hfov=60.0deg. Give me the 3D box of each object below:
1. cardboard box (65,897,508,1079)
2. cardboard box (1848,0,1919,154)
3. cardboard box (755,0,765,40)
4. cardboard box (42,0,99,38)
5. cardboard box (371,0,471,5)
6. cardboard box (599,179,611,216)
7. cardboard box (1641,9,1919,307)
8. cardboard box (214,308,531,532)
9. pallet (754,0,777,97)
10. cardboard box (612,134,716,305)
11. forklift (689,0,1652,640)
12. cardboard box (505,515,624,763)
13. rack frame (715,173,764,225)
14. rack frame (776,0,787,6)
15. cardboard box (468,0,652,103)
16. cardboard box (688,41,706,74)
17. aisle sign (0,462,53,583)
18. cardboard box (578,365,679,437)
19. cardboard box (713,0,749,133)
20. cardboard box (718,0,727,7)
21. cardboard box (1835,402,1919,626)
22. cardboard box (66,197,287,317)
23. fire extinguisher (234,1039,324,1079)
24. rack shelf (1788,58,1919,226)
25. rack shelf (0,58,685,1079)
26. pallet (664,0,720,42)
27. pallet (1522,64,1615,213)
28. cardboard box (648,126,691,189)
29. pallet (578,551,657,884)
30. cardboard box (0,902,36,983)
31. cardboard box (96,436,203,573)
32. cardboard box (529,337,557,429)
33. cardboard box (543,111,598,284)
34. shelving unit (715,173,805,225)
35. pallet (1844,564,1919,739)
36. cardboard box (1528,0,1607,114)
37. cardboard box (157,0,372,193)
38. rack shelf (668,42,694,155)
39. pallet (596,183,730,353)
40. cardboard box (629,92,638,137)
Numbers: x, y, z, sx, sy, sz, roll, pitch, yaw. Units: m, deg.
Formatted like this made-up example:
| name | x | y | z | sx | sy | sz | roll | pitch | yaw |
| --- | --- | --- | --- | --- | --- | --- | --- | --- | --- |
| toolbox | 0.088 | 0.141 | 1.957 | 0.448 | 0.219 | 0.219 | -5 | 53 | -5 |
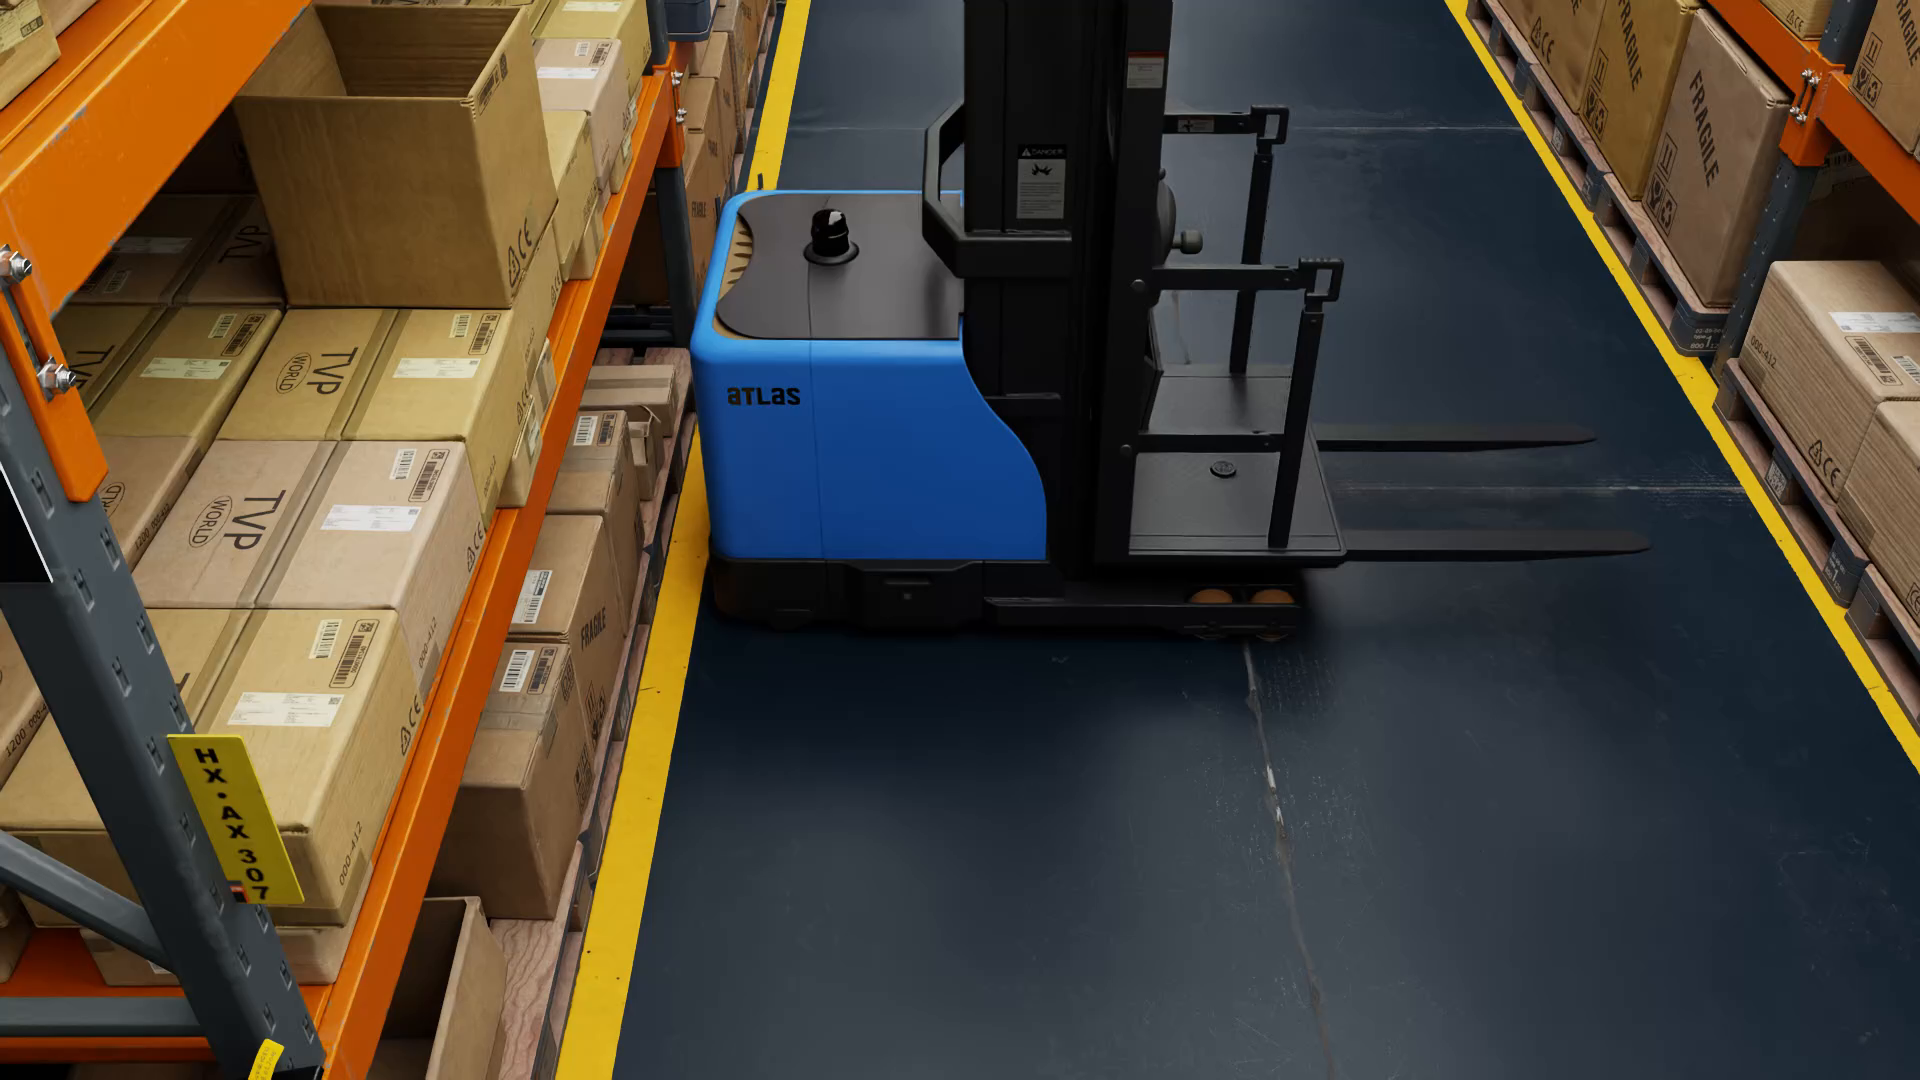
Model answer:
| name | x | y | z | sx | sy | sz | roll | pitch | yaw |
| --- | --- | --- | --- | --- | --- | --- | --- | --- | --- |
| cardboard box | -1.403 | 1.139 | 3.590 | 0.797 | 0.503 | 0.637 | -1 | 39 | -2 |
| cardboard box | 3.201 | -1.541 | 5.195 | 0.500 | 0.500 | 0.500 | 1 | 39 | 1 |
| cardboard box | -1.301 | -2.903 | 8.636 | 0.500 | 0.500 | 0.500 | -1 | 39 | -1 |
| cardboard box | -1.291 | -0.724 | 2.058 | 0.380 | 0.149 | 0.250 | 1 | 39 | 1 |
| cardboard box | -1.771 | -1.538 | 5.152 | 0.500 | 0.250 | 0.500 | 0 | 39 | -1 |
| cardboard box | -1.229 | -1.003 | 4.804 | 0.380 | 0.149 | 0.250 | 1 | 39 | 1 |
| cardboard box | 3.381 | -1.518 | 6.609 | 0.875 | 0.875 | 0.875 | 1 | 39 | 1 |
| cardboard box | -1.233 | -0.262 | 3.561 | 0.500 | 0.250 | 0.500 | -1 | 39 | -1 |
| pallet | -1.543 | -2.736 | 8.996 | 1.003 | 0.211 | 1.213 | 0 | 39 | 0 |
| cardboard box | -1.277 | -1.281 | 6.613 | 0.500 | 0.500 | 0.500 | 2 | 39 | 2 |
| forklift | 0.721 | -1.157 | 4.850 | 3.031 | 2.935 | 1.130 | 0 | 39 | 0 |
| cardboard box | -1.266 | 0.275 | 4.671 | 0.500 | 0.500 | 0.500 | 1 | 39 | 1 |
| rack frame | -0.781 | -0.902 | 6.156 | 0.006 | 0.900 | 0.240 | 25 | 45 | 28 |
| rack frame | -1.506 | -4.291 | 8.706 | 1.000 | 3.000 | 0.127 | 0 | 39 | 0 |
| cardboard box | -1.257 | -1.529 | 5.142 | 0.500 | 0.250 | 0.500 | 1 | 39 | 1 |
| cardboard box | -1.302 | -2.117 | 7.138 | 0.380 | 0.149 | 0.250 | 0 | 39 | 0 |
| aisle sign | -1.203 | -0.261 | 1.598 | 0.394 | 0.787 | 0.004 | 0 | 39 | 0 |
| cardboard box | -1.207 | -0.493 | 5.911 | 0.380 | 0.149 | 0.250 | -1 | 39 | -1 |
| cardboard box | -1.278 | -2.251 | 7.823 | 0.500 | 0.500 | 0.500 | -1 | 39 | -2 |
| cardboard box | -1.279 | -2.595 | 7.734 | 0.380 | 0.149 | 0.250 | -2 | 39 | -2 |
| cardboard box | 3.357 | -0.007 | 5.074 | 0.875 | 0.438 | 0.875 | -1 | 39 | -1 |
| cardboard box | -1.759 | -0.593 | 3.973 | 0.500 | 0.250 | 0.500 | 0 | 39 | 0 |
| fire extinguisher | -1.035 | 0.979 | 2.490 | 0.296 | 0.674 | 0.183 | 0 | 39 | 0 |
| rack shelf | 3.464 | -0.264 | 4.257 | 1.077 | 0.370 | 4.000 | 0 | 39 | 0 |
| rack shelf | -1.499 | -0.259 | 4.249 | 1.077 | 0.370 | 4.000 | 0 | 39 | 0 |
| pallet | -1.393 | -2.215 | 6.269 | 1.003 | 0.211 | 1.213 | 0 | 39 | 0 |
| pallet | 3.382 | -1.955 | 8.021 | 1.003 | 0.211 | 1.213 | 0 | 39 | 0 |
| cardboard box | -1.236 | -1.456 | 6.313 | 0.380 | 0.149 | 0.250 | 2 | 39 | 2 |
| pallet | -1.498 | 0.493 | 4.967 | 1.003 | 0.211 | 1.213 | 0 | 39 | 0 |
| cardboard box | -1.766 | 0.602 | 2.801 | 0.380 | 0.149 | 0.250 | 0 | 39 | -1 |
| cardboard box | -1.762 | 0.044 | 3.179 | 0.500 | 0.250 | 0.500 | 0 | 39 | 0 |
| cardboard box | -1.196 | -0.367 | 4.010 | 0.380 | 0.149 | 0.250 | 1 | 39 | 1 |
| cardboard box | -1.254 | -0.904 | 4.362 | 0.500 | 0.250 | 0.500 | 0 | 39 | 0 |
| shelving unit | -0.700 | -0.864 | 6.109 | 0.210 | 0.900 | 0.258 | 25 | 45 | 28 |
| pallet | 3.389 | 0.533 | 4.917 | 1.003 | 0.211 | 1.213 | 0 | 39 | 0 |
| cardboard box | 3.372 | -2.642 | 8.012 | 0.875 | 0.875 | 0.875 | 0 | 39 | 1 |
| cardboard box | -1.766 | -1.209 | 4.142 | 0.500 | 0.500 | 0.500 | -1 | 39 | -1 |
| rack shelf | -1.504 | -2.760 | 7.371 | 1.077 | 0.370 | 4.000 | 0 | 39 | 0 |
| pallet | -1.540 | -1.210 | 7.092 | 1.003 | 0.211 | 1.213 | 0 | 39 | 0 |
| cardboard box | -1.227 | -1.330 | 5.212 | 0.380 | 0.149 | 0.250 | 1 | 39 | 1 |
